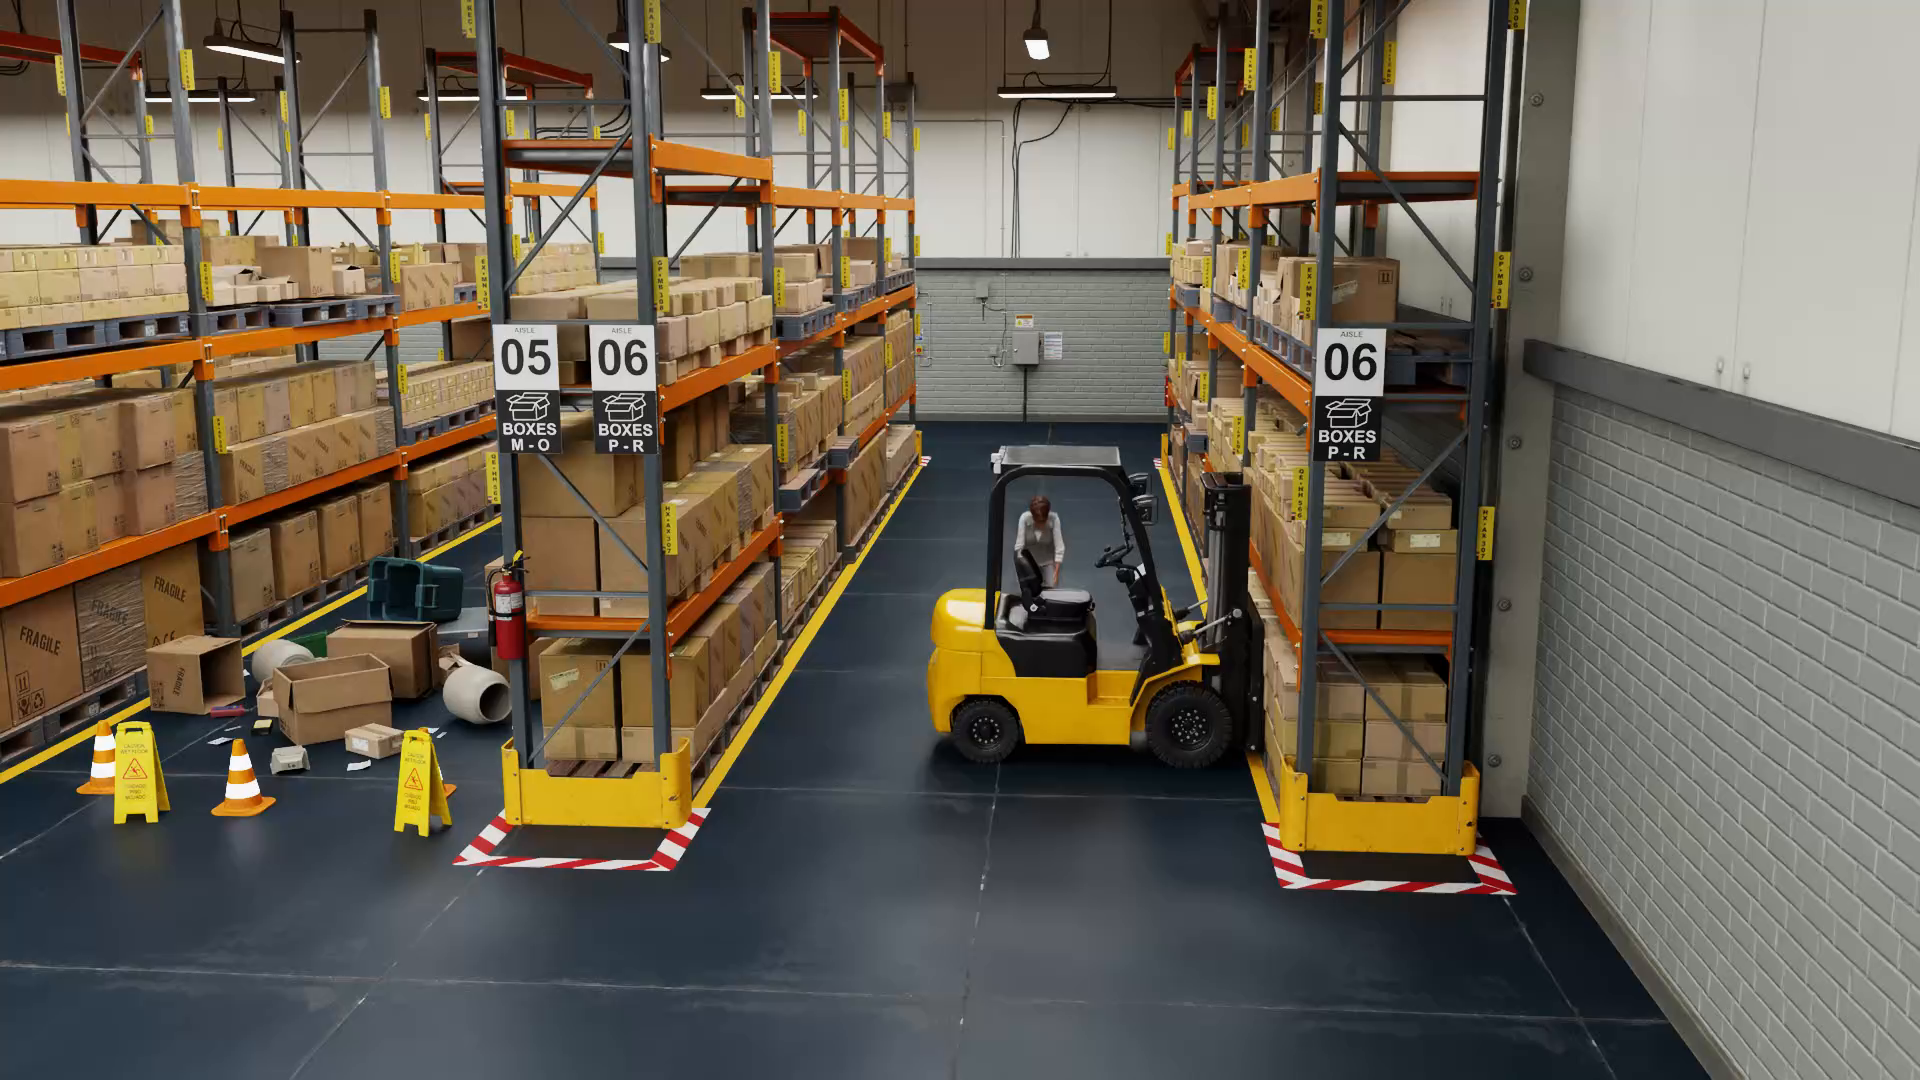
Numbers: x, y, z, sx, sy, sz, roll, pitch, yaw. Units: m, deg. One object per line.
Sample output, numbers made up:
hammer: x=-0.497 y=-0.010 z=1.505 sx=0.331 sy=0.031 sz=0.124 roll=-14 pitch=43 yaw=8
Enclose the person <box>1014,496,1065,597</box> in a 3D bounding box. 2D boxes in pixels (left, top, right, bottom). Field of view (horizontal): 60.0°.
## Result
person: x=0.727 y=0.265 z=15.177 sx=0.458 sy=1.385 sz=0.581 roll=1 pitch=11 yaw=4
